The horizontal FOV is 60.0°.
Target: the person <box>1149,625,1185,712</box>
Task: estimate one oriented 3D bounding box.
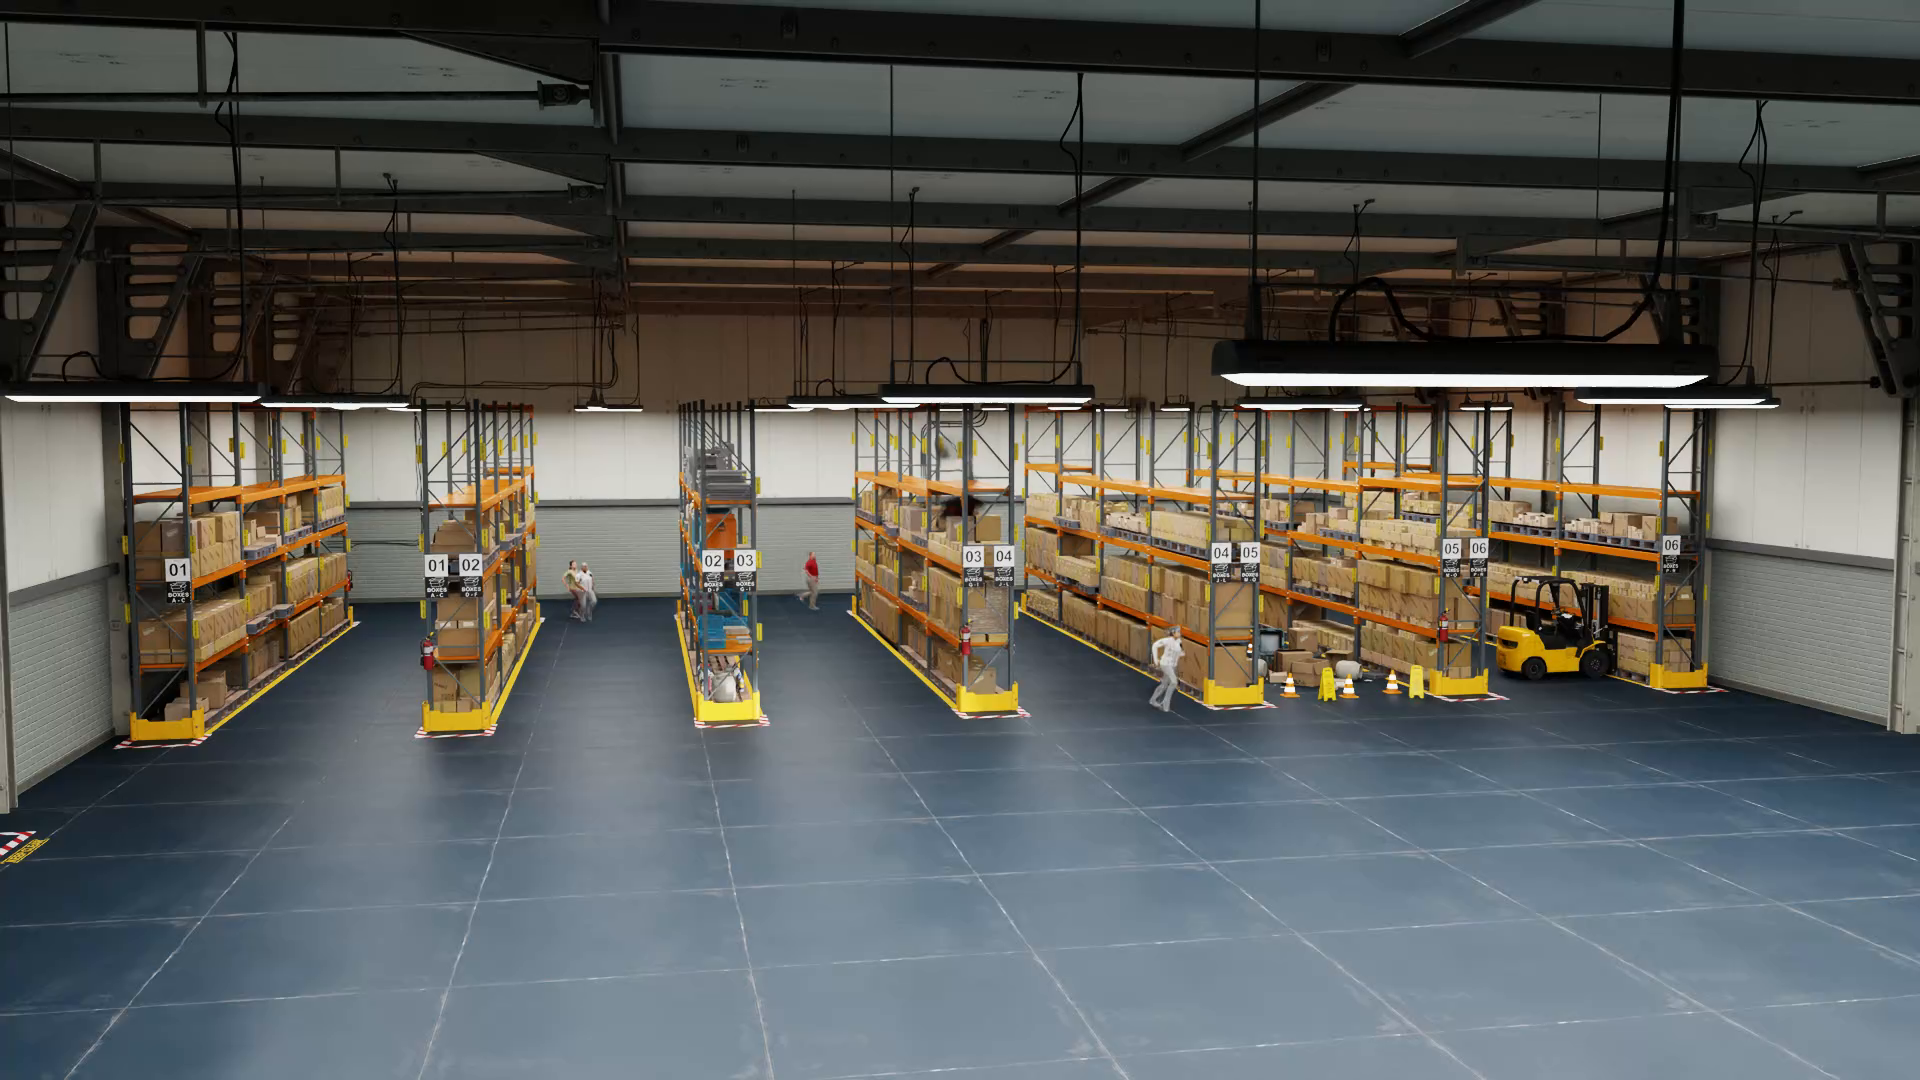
[{"bbox_3d":[4.040,2.489,32.246,0.744,1.720,0.595,4,6,40],"label":"person"}]

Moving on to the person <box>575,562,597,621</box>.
[{"bbox_3d":[-10.346,1.433,46.009,0.623,1.635,0.607,-4,6,-40],"label":"person"}]

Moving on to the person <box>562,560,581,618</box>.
[{"bbox_3d":[-10.784,1.382,46.594,0.612,1.633,0.644,2,5,24],"label":"person"}]

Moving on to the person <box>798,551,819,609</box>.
[{"bbox_3d":[-4.468,1.189,49.060,0.665,1.718,0.673,1,4,10],"label":"person"}]
